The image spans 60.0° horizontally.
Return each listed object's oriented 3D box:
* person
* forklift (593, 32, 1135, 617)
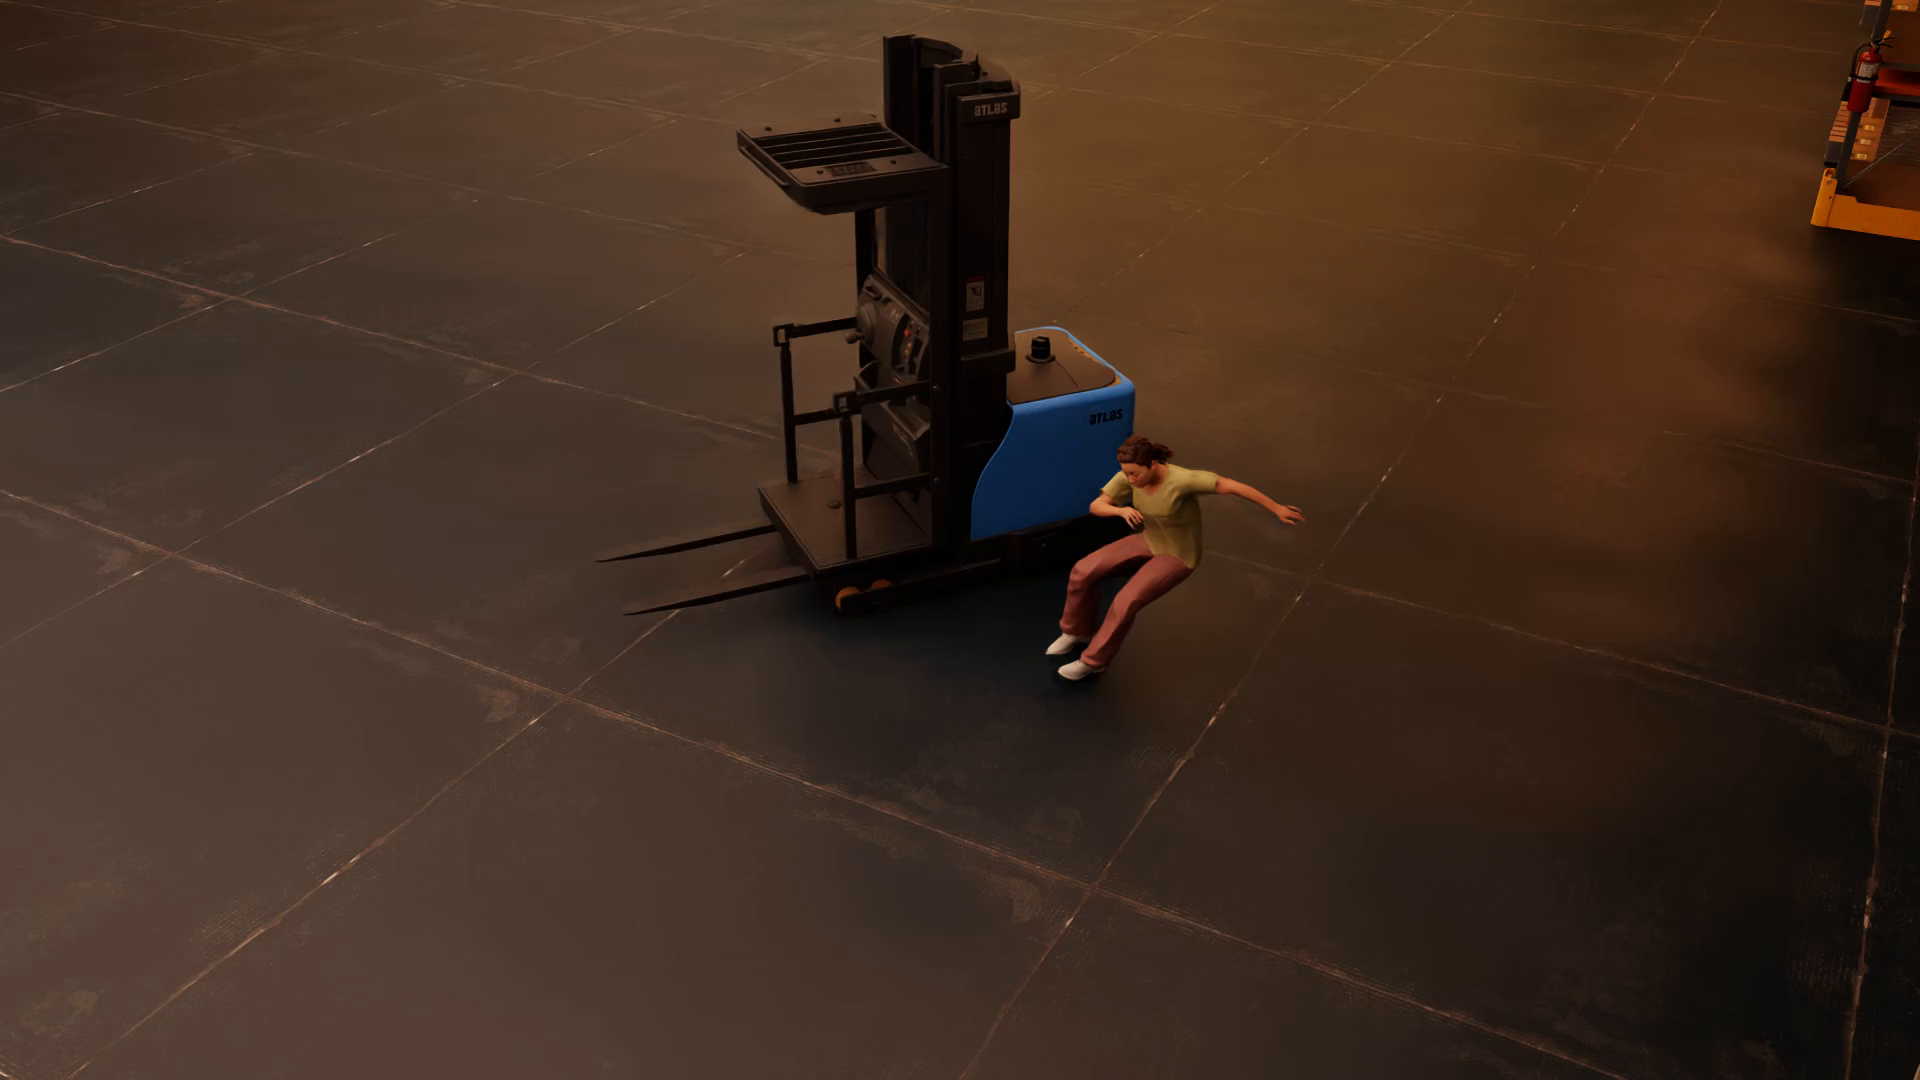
[{"bbox_3d":[1.020,0.142,8.445,0.877,1.363,1.112,-26,39,-37],"label":"person"},{"bbox_3d":[-0.556,-1.141,9.048,3.031,2.935,1.130,-13,32,-21],"label":"forklift"}]
